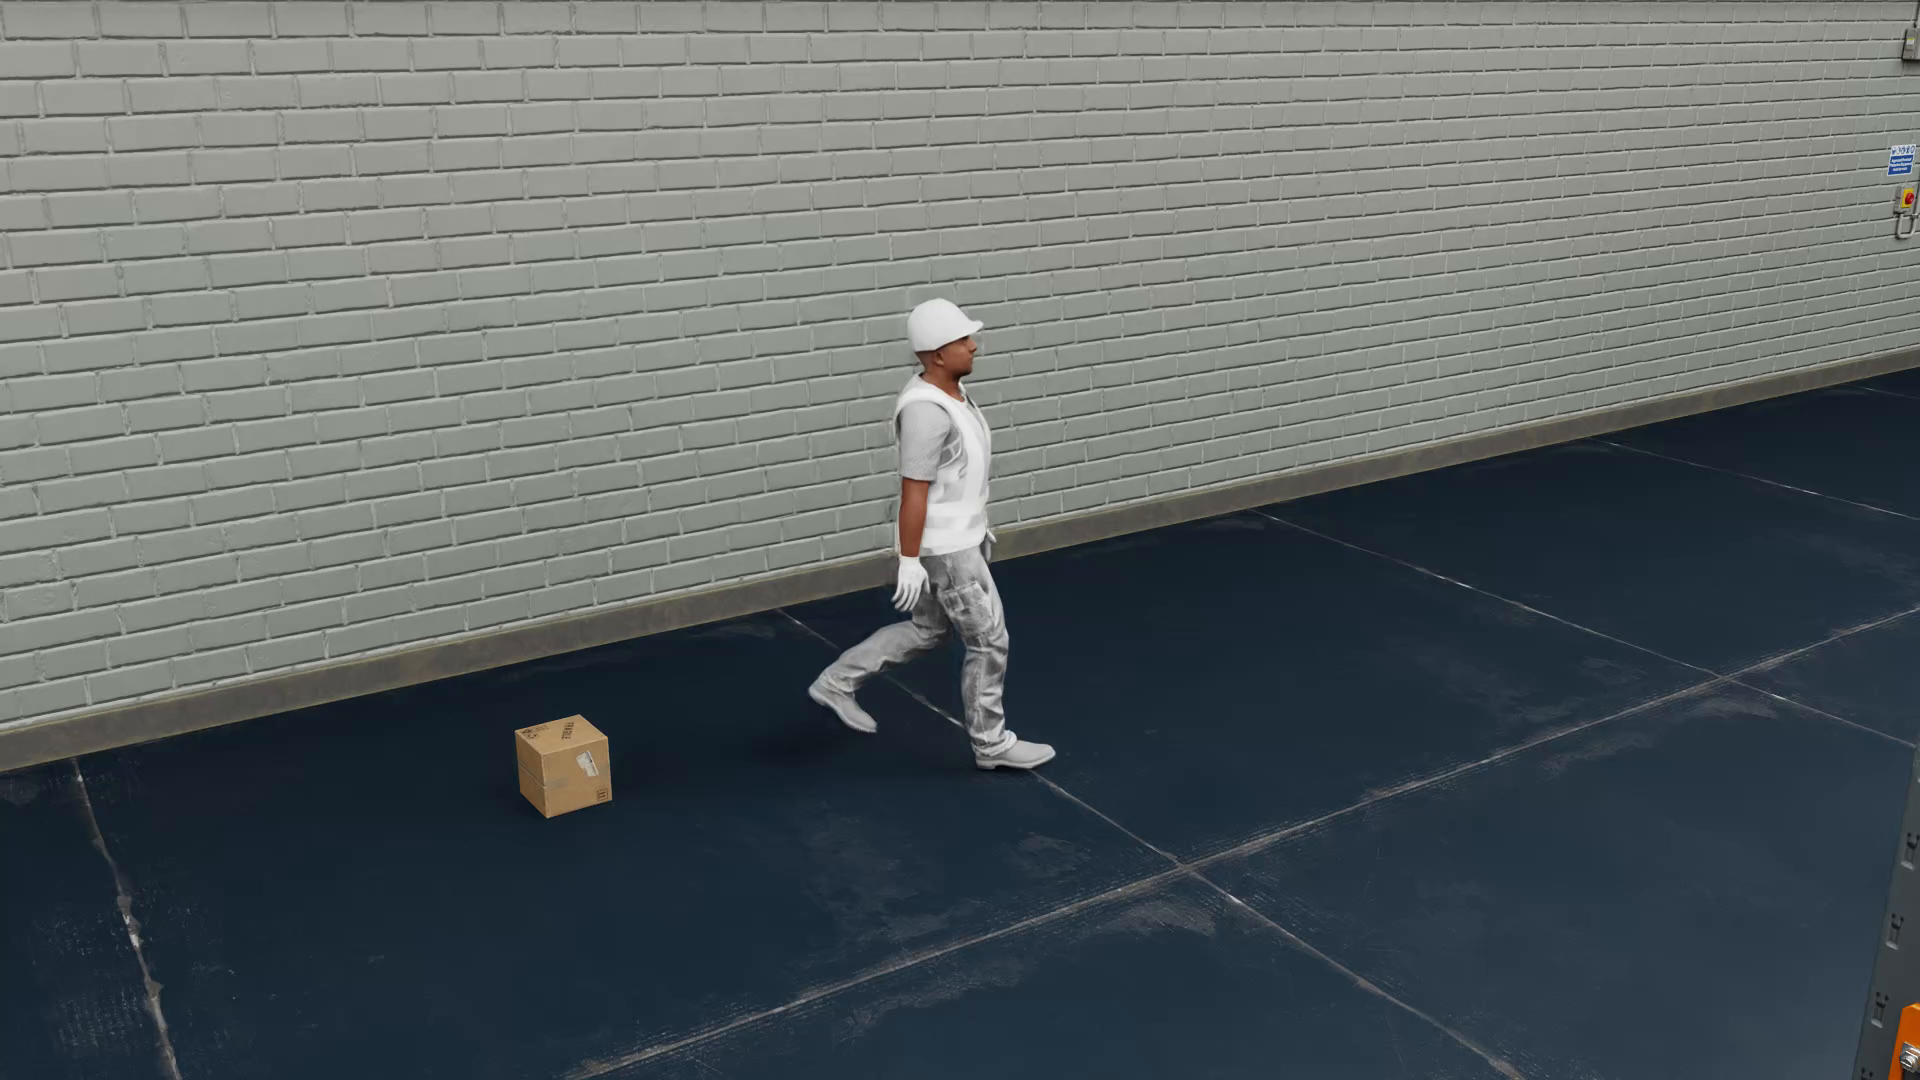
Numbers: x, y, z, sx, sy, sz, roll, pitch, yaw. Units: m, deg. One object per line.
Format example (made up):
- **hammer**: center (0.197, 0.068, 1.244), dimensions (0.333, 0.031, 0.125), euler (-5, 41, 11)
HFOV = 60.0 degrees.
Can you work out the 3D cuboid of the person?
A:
- **person**: center (-0.111, -0.005, 6.040), dimensions (0.947, 1.757, 0.581), euler (1, 18, 4)
